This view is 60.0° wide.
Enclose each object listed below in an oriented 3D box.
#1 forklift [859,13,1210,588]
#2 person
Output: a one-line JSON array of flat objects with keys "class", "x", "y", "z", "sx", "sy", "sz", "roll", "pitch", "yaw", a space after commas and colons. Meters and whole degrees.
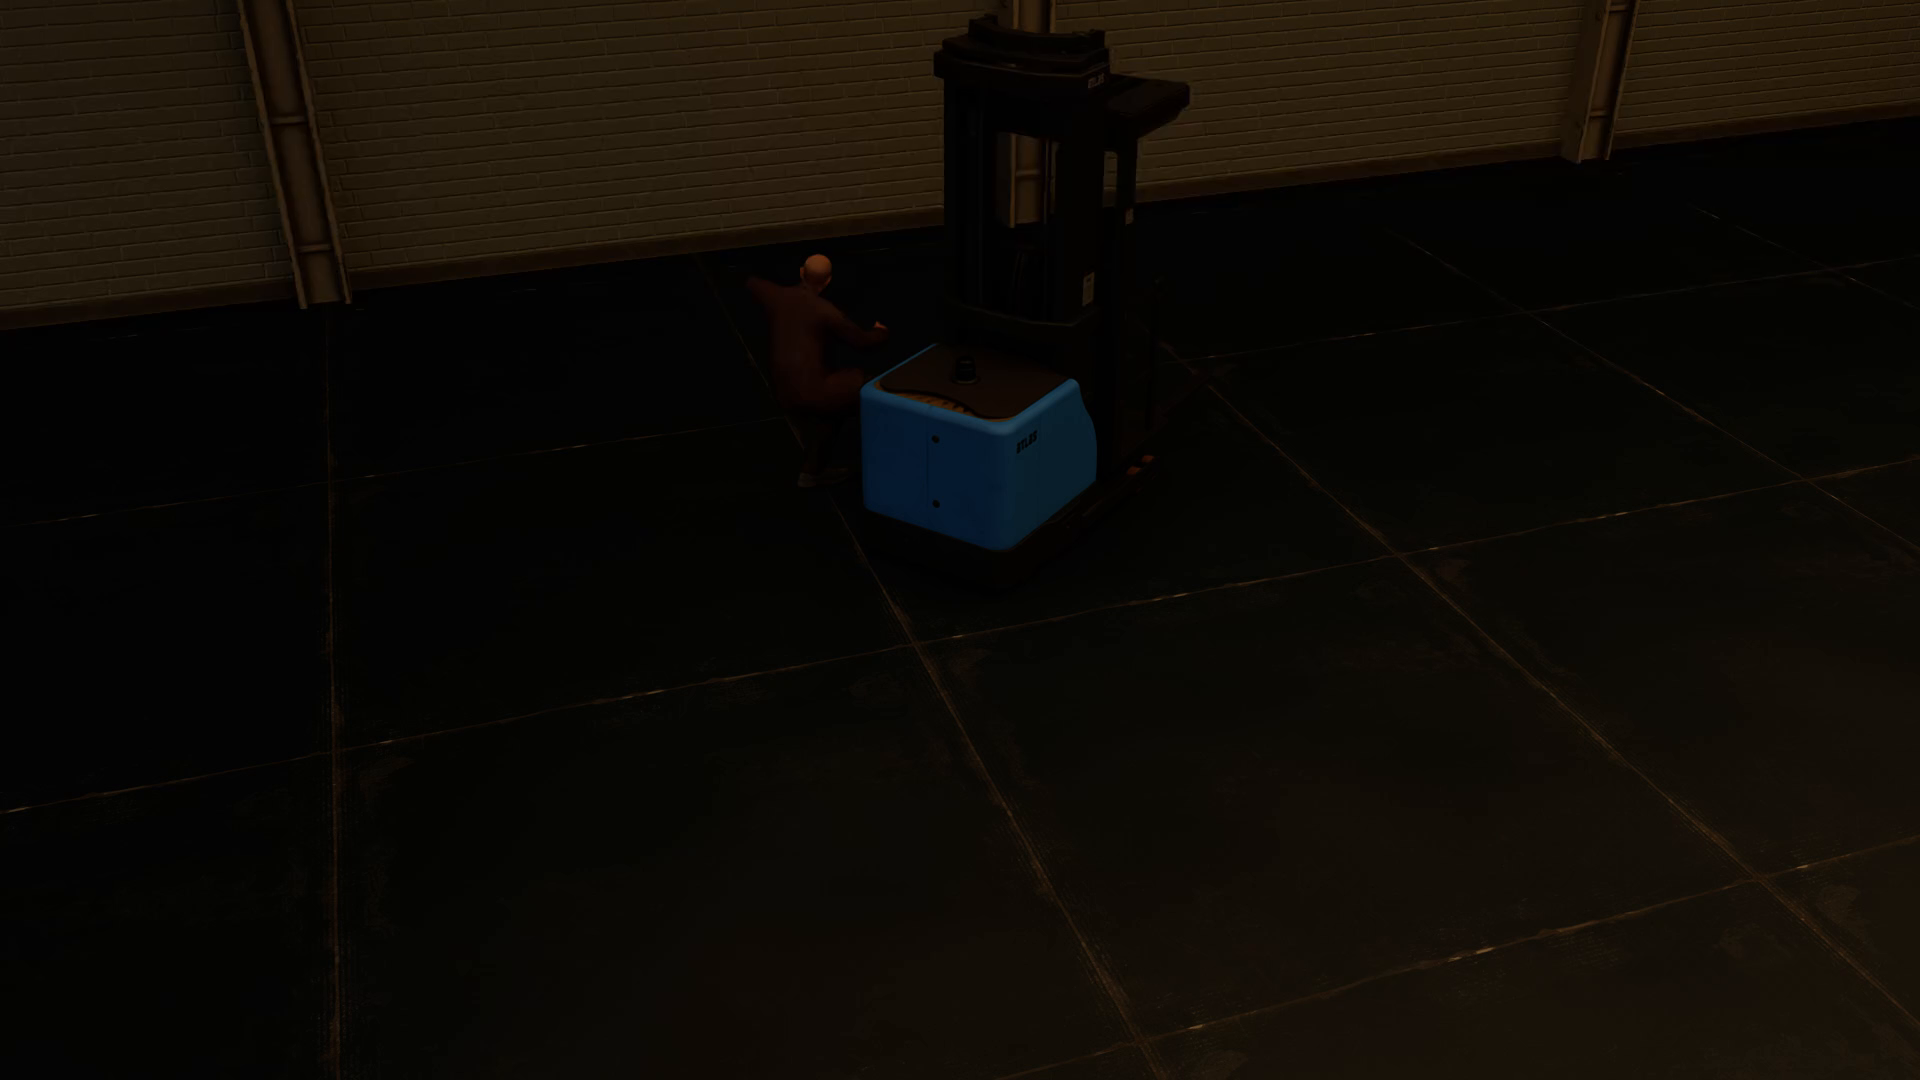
[{"class": "forklift", "x": 0.639, "y": -1.688, "z": 10.020, "sx": 1.130, "sy": 2.935, "sz": 3.031, "roll": 18, "pitch": 34, "yaw": 28}, {"class": "person", "x": -0.814, "y": -1.055, "z": 10.365, "sx": 1.625, "sy": 1.480, "sz": 0.807, "roll": 17, "pitch": 34, "yaw": 27}]
